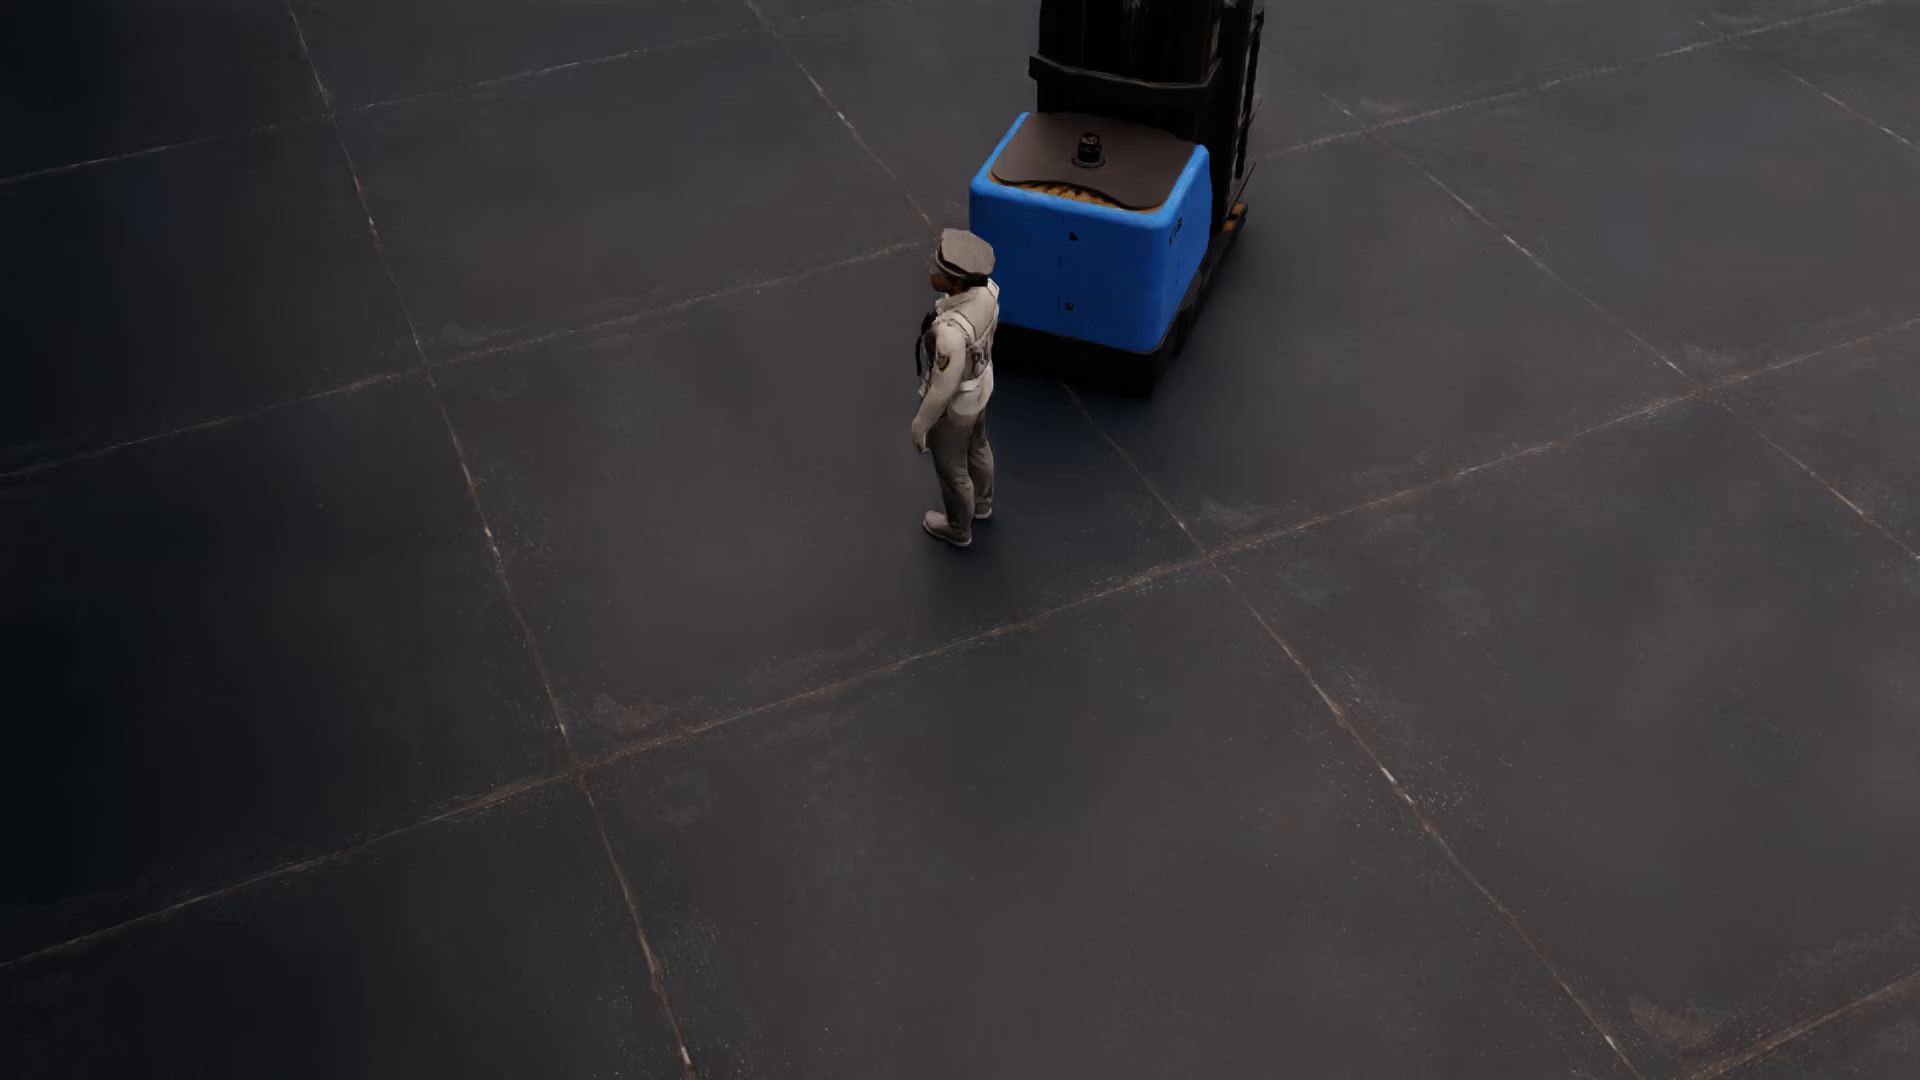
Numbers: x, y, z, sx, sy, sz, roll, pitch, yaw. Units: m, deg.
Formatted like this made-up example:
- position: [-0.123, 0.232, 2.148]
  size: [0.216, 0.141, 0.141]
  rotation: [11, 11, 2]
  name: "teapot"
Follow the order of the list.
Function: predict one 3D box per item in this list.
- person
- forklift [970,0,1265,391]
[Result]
- position: [-0.012, -0.645, 7.283]
  size: [0.366, 1.696, 0.687]
  rotation: [14, 45, 14]
  name: "person"
- position: [1.042, -2.855, 8.739]
  size: [1.130, 2.935, 3.031]
  rotation: [15, 45, 15]
  name: "forklift"
